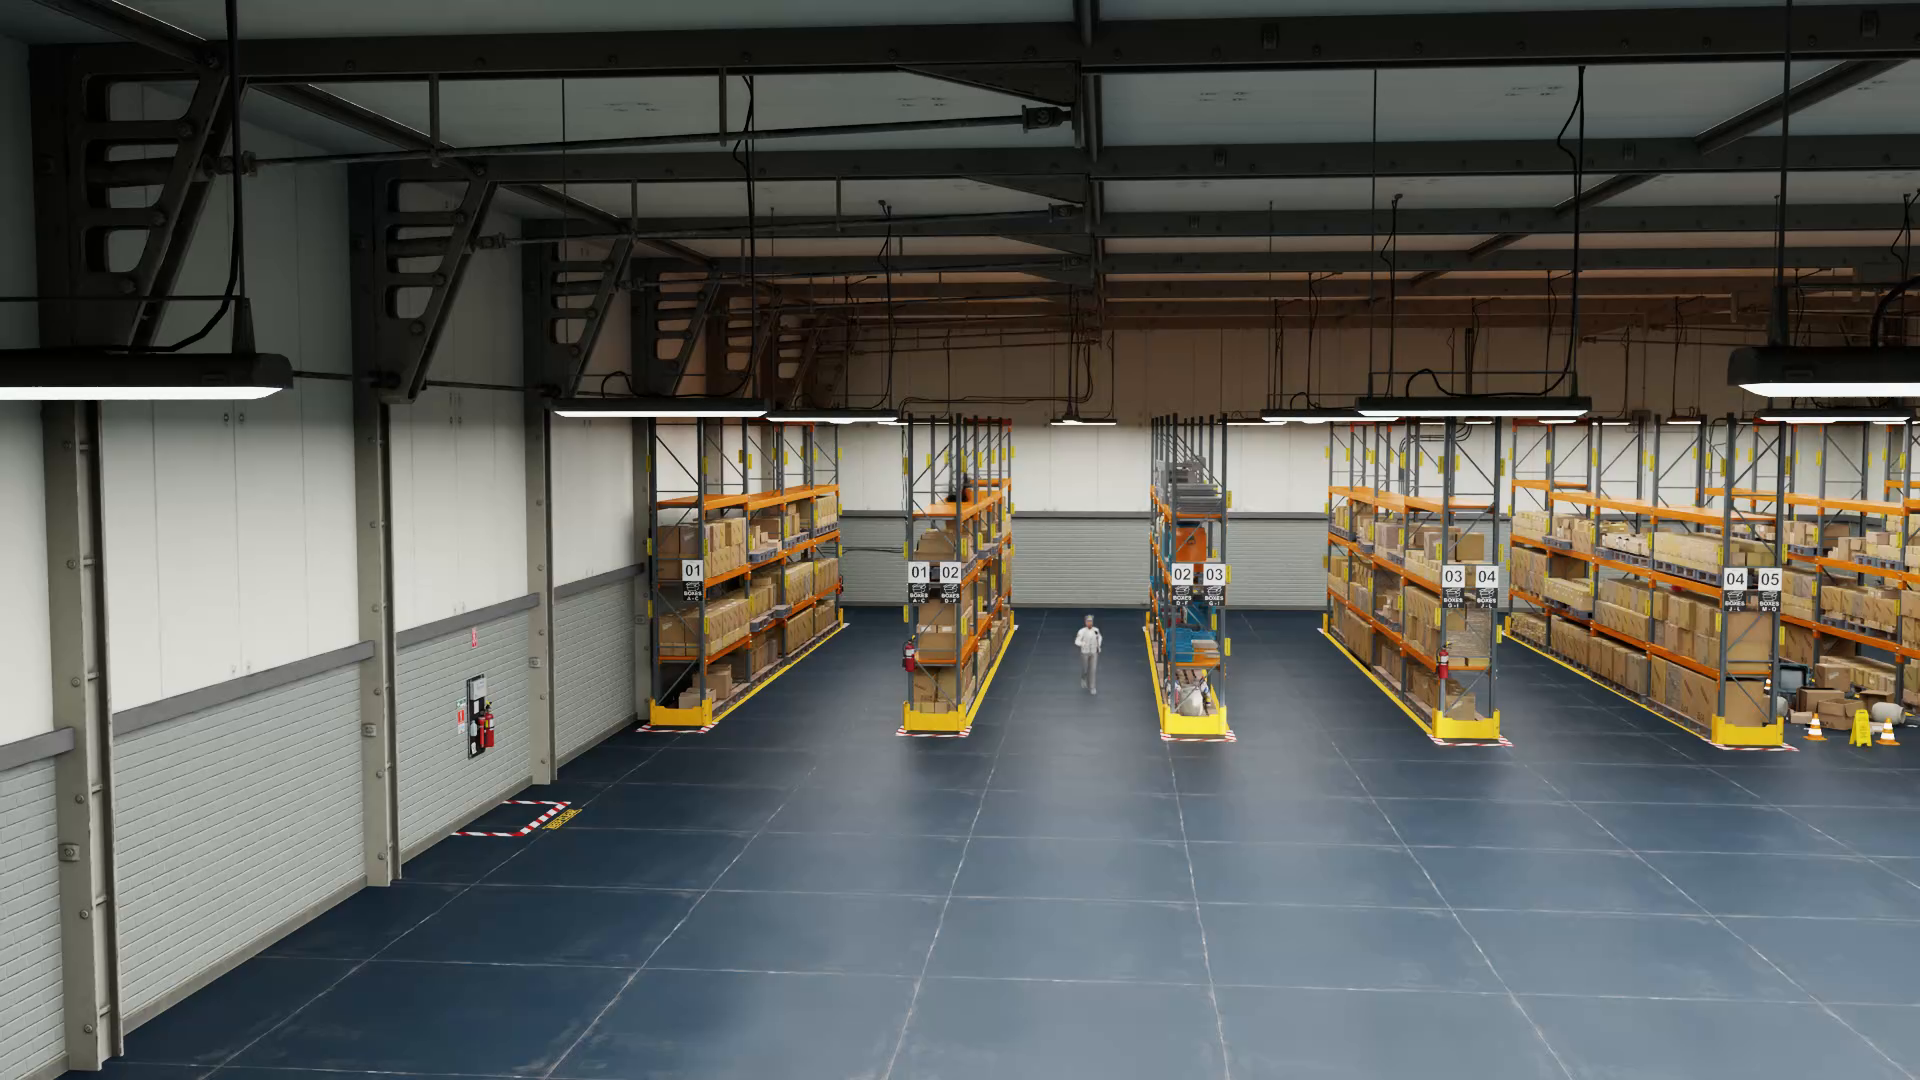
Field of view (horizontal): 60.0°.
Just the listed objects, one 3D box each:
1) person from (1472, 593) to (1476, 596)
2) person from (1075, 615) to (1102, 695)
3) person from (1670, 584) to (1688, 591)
[{"bbox_3d":[13.691,1.937,43.581,0.663,1.772,0.903,1,4,14],"label":"person"},{"bbox_3d":[2.789,2.437,35.767,0.617,1.667,0.957,0,4,-7],"label":"person"},{"bbox_3d":[20.275,1.698,47.116,0.957,1.720,0.744,1,4,13],"label":"person"}]
